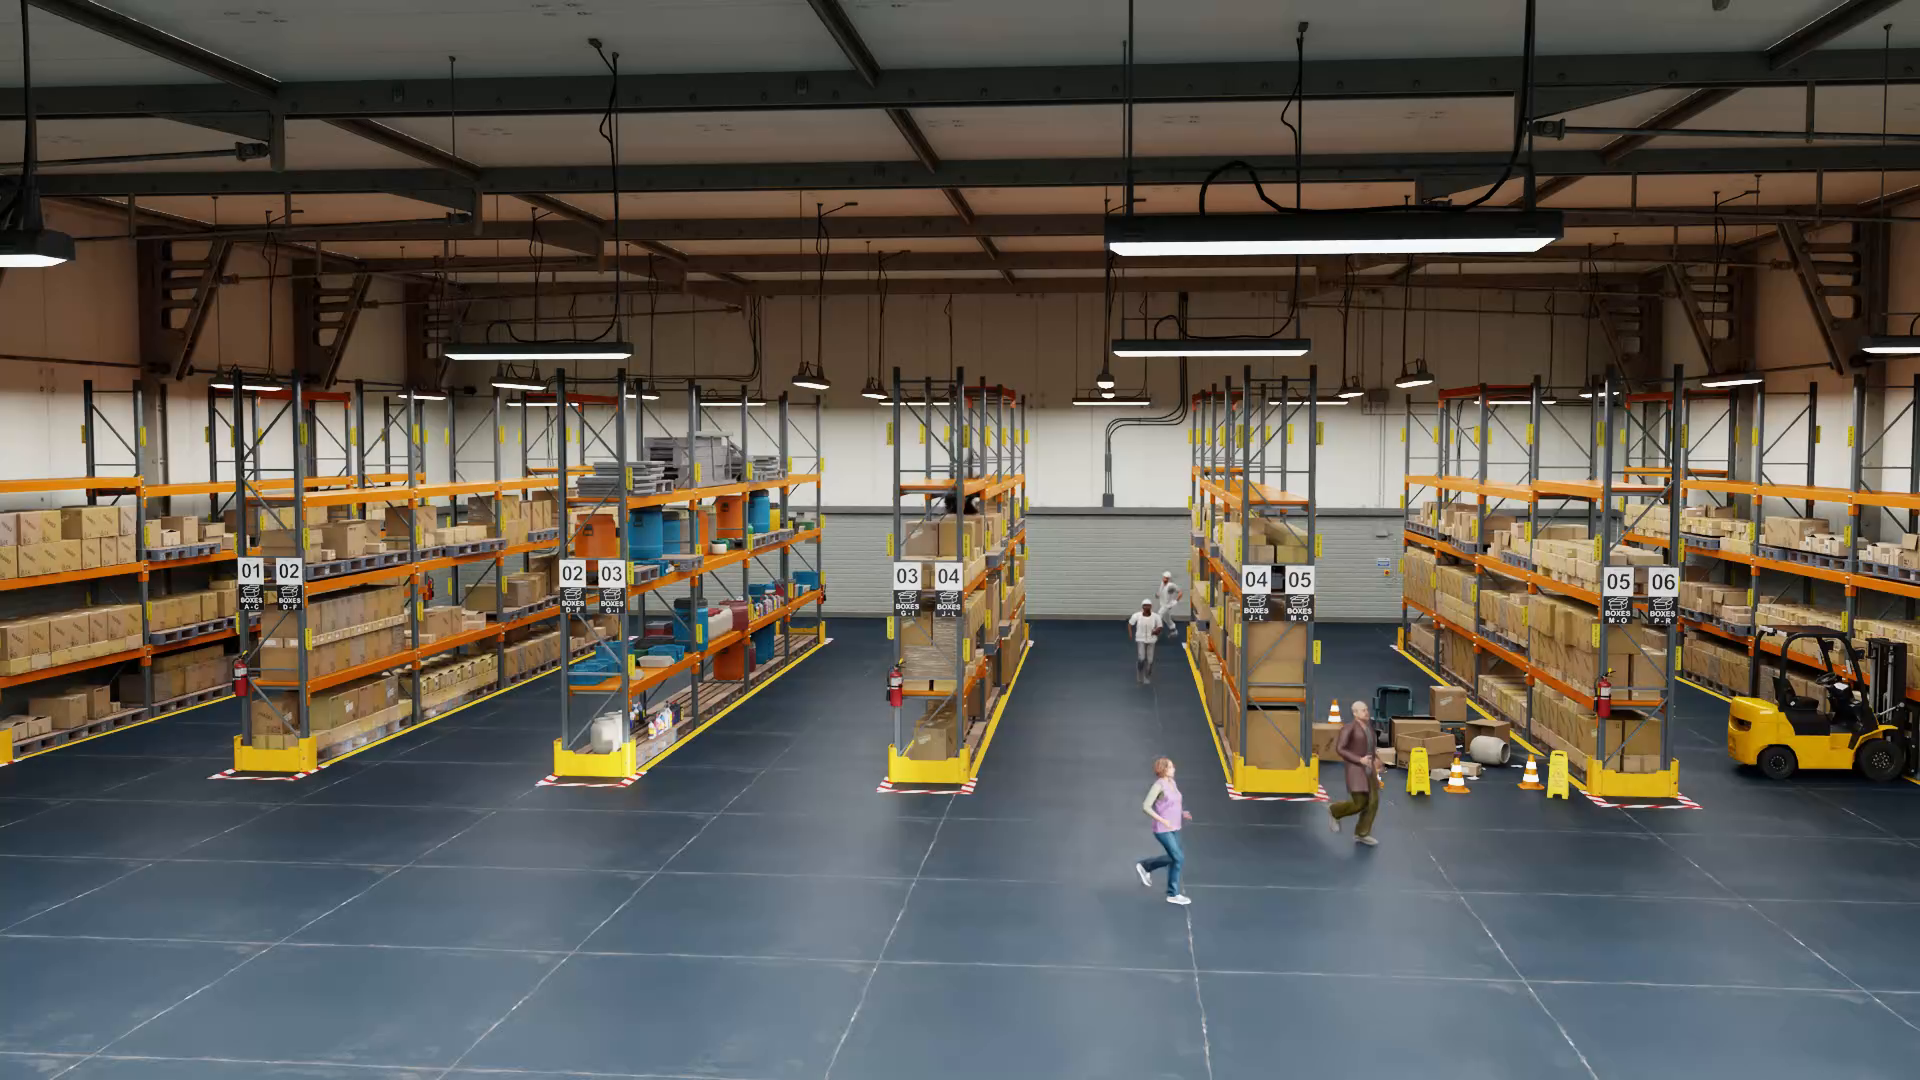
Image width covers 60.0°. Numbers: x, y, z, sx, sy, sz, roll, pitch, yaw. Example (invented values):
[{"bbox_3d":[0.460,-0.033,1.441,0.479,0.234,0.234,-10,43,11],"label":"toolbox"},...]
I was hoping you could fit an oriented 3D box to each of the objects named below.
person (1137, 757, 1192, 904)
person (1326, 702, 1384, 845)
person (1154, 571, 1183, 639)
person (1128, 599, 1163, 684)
[{"bbox_3d":[2.175,3.117,17.890,0.680,1.541,0.542,2,4,34],"label":"person"},{"bbox_3d":[4.897,2.855,20.529,0.708,1.734,0.744,-3,5,-39],"label":"person"},{"bbox_3d":[5.063,1.632,40.571,0.798,1.767,0.781,-1,4,-17],"label":"person"},{"bbox_3d":[3.737,2.046,33.425,0.683,1.726,0.634,0,4,1],"label":"person"}]
